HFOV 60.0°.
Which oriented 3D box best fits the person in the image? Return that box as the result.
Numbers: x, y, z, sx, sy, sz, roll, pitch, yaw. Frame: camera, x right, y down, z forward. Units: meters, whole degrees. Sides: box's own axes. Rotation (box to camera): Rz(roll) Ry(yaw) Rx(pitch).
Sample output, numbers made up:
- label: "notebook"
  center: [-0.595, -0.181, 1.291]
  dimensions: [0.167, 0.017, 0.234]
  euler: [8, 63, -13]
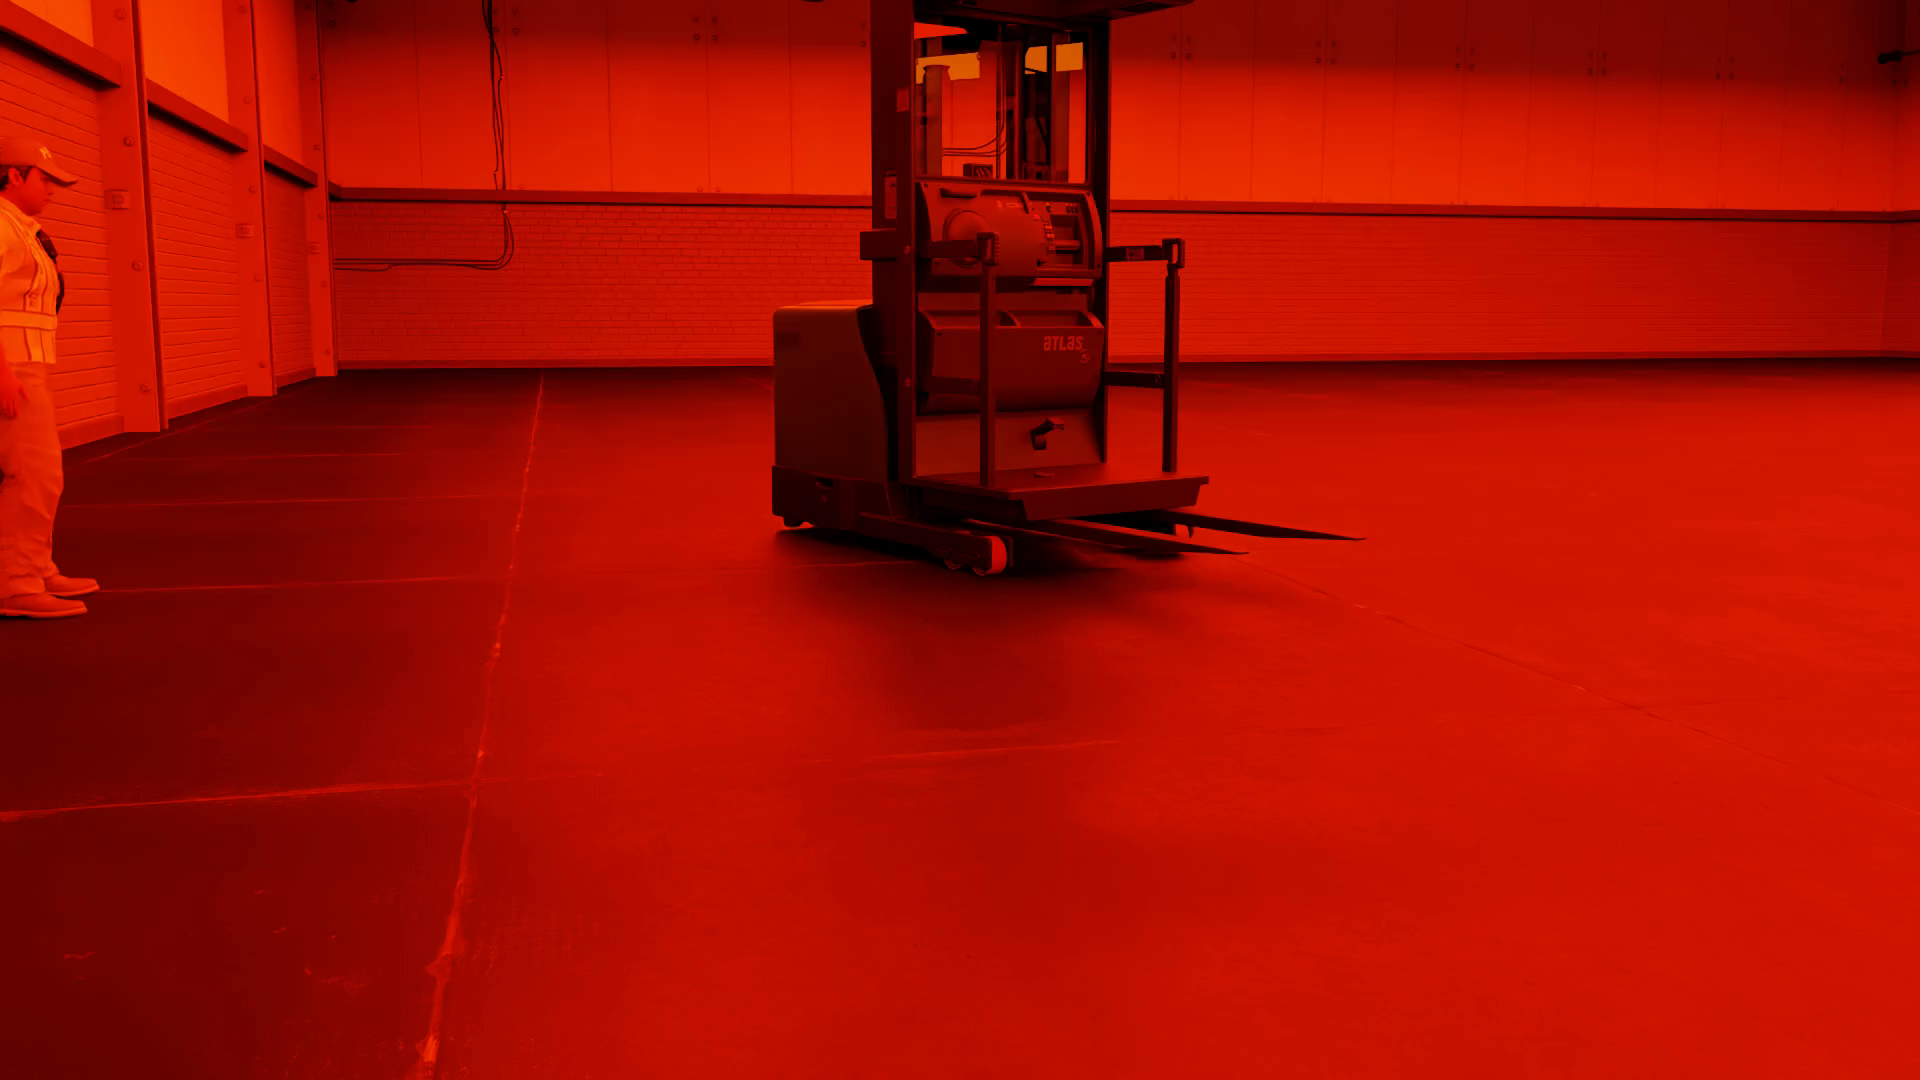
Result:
- label: "person"
  center: [-3.320, -0.575, 5.858]
  dimensions: [0.470, 1.659, 0.642]
  euler: [-4, 9, -24]

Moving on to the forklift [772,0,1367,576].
- label: "forklift"
  center: [0.355, -1.383, 7.015]
  dimensions: [1.130, 2.935, 3.031]
  euler: [-6, 10, -35]
